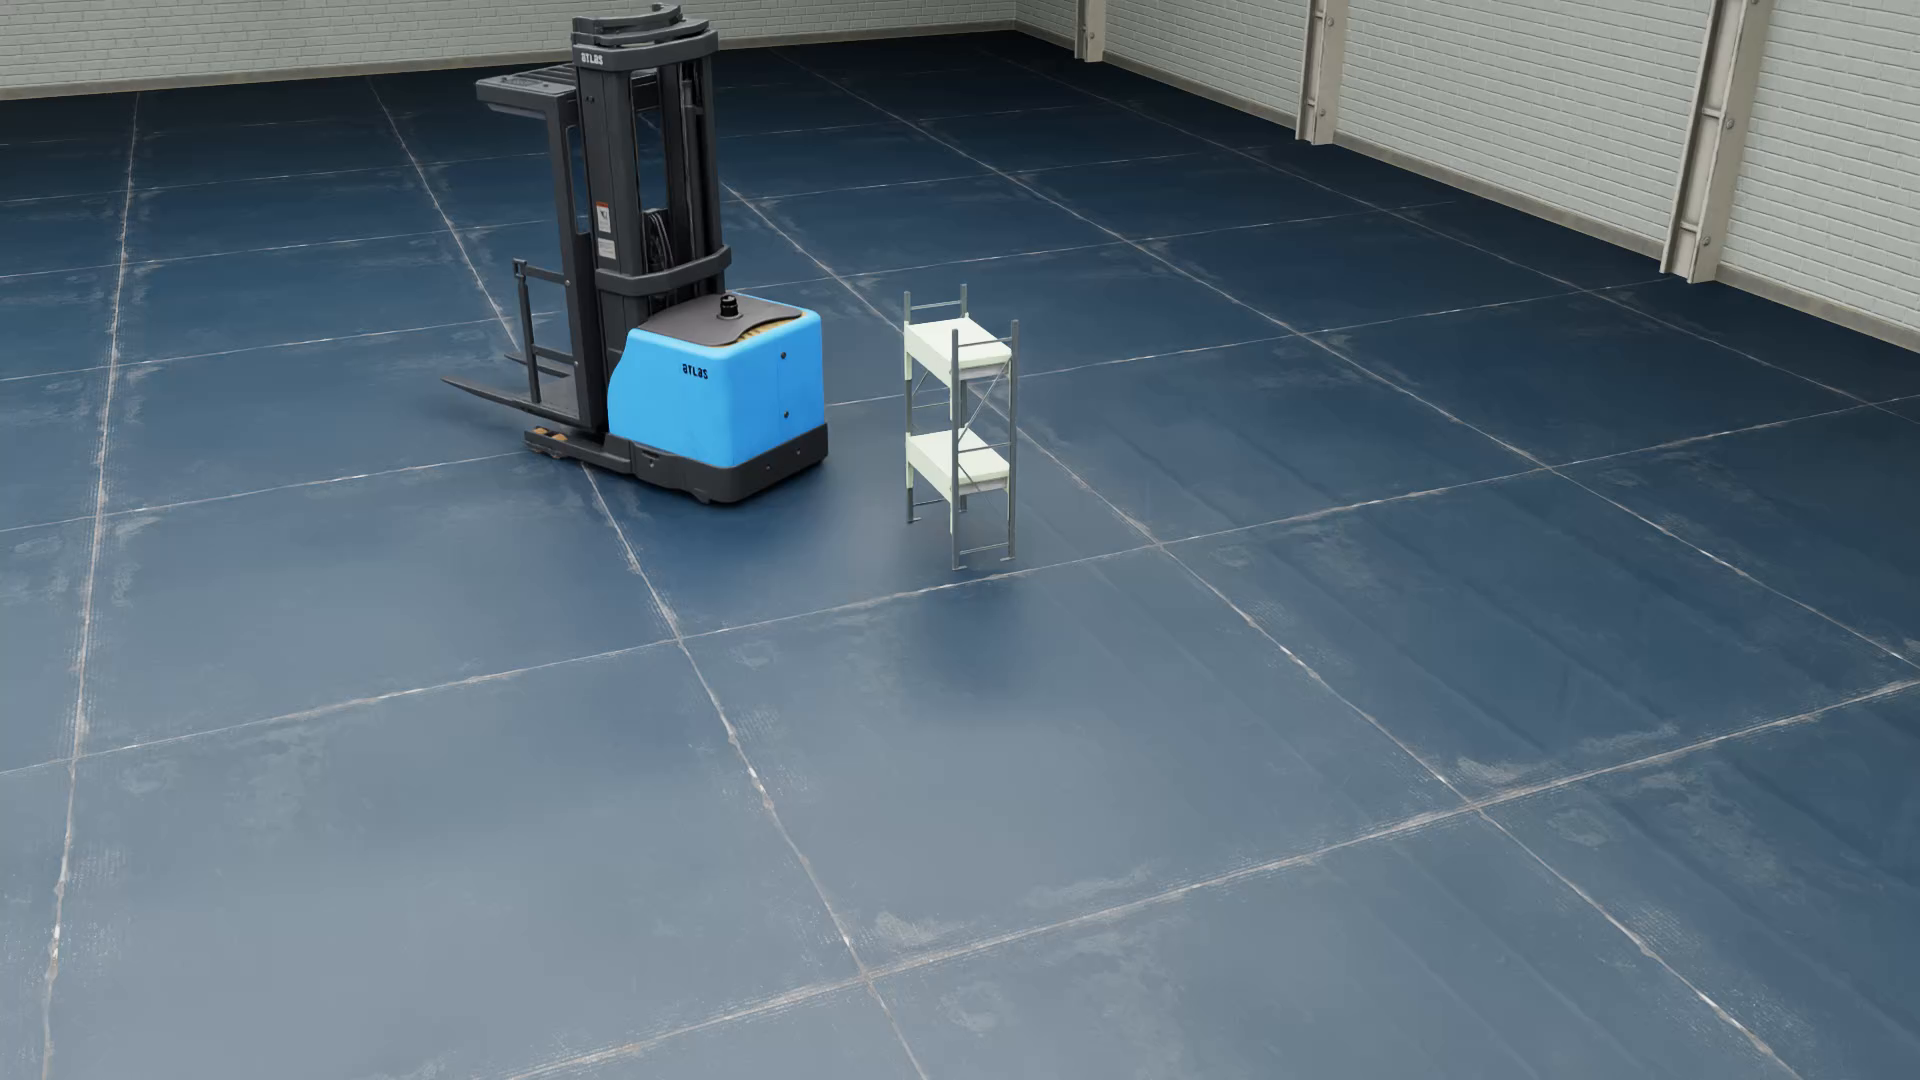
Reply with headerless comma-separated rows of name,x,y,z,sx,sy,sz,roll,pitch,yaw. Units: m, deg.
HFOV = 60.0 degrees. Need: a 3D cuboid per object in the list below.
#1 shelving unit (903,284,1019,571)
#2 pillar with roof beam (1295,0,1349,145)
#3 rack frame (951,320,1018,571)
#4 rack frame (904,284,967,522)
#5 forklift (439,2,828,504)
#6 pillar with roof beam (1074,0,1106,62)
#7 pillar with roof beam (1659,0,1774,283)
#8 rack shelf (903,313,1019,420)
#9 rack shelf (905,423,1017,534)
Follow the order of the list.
shelving unit,-0.003,-0.677,9.926,0.431,1.500,0.755,-11,28,-21
pillar with roof beam,0.342,-8.143,16.672,9.100,9.000,0.400,-11,28,-21
rack frame,0.141,-0.529,9.624,0.400,1.500,0.023,-11,28,-21
rack frame,-0.146,-0.824,10.229,0.400,1.500,0.023,-11,28,-21
forklift,-2.389,-2.042,11.093,3.031,2.935,1.130,17,31,31
pillar with roof beam,-2.008,-10.566,21.633,9.100,9.000,0.400,-11,28,-21
pillar with roof beam,2.691,-5.721,11.711,9.100,9.000,0.400,-11,28,-21
rack shelf,-0.003,-1.027,9.755,0.431,0.370,0.720,-11,28,-21
rack shelf,-0.003,-0.384,10.069,0.431,0.370,0.720,-11,28,-21
